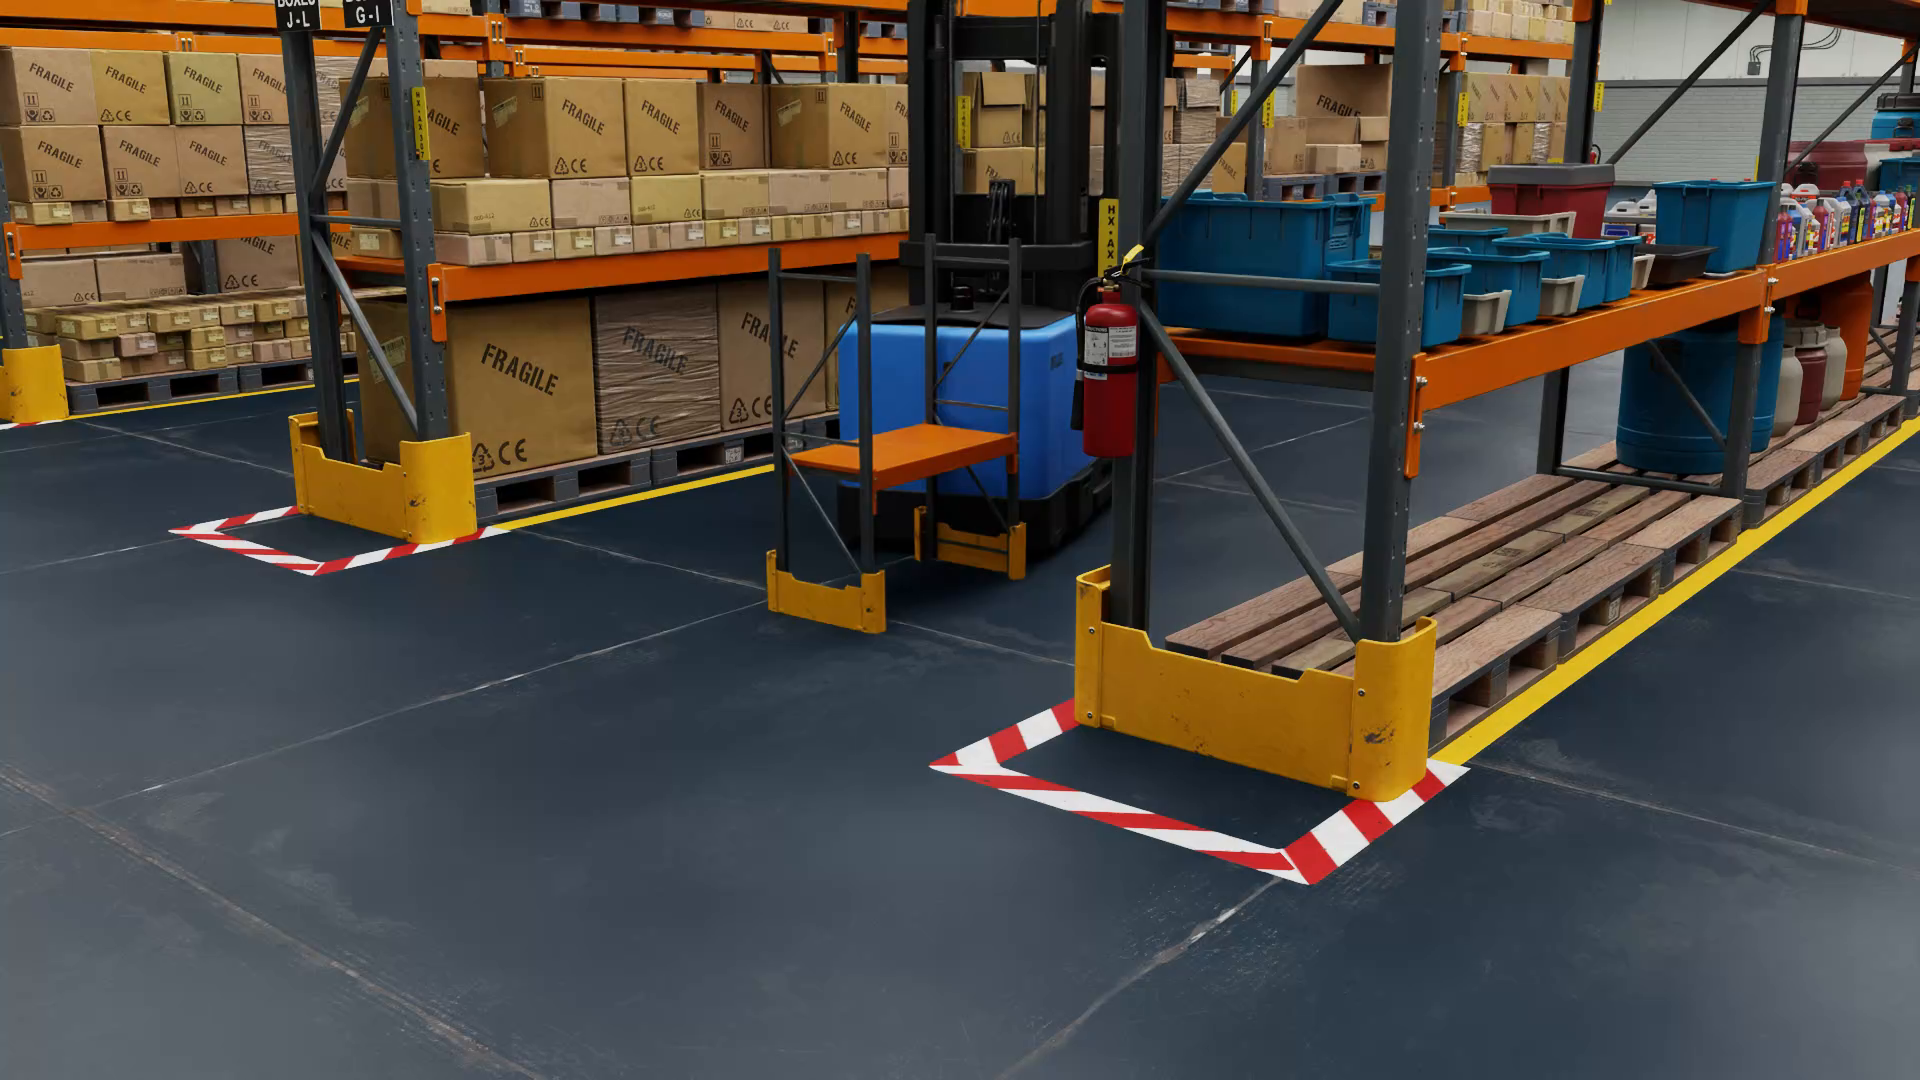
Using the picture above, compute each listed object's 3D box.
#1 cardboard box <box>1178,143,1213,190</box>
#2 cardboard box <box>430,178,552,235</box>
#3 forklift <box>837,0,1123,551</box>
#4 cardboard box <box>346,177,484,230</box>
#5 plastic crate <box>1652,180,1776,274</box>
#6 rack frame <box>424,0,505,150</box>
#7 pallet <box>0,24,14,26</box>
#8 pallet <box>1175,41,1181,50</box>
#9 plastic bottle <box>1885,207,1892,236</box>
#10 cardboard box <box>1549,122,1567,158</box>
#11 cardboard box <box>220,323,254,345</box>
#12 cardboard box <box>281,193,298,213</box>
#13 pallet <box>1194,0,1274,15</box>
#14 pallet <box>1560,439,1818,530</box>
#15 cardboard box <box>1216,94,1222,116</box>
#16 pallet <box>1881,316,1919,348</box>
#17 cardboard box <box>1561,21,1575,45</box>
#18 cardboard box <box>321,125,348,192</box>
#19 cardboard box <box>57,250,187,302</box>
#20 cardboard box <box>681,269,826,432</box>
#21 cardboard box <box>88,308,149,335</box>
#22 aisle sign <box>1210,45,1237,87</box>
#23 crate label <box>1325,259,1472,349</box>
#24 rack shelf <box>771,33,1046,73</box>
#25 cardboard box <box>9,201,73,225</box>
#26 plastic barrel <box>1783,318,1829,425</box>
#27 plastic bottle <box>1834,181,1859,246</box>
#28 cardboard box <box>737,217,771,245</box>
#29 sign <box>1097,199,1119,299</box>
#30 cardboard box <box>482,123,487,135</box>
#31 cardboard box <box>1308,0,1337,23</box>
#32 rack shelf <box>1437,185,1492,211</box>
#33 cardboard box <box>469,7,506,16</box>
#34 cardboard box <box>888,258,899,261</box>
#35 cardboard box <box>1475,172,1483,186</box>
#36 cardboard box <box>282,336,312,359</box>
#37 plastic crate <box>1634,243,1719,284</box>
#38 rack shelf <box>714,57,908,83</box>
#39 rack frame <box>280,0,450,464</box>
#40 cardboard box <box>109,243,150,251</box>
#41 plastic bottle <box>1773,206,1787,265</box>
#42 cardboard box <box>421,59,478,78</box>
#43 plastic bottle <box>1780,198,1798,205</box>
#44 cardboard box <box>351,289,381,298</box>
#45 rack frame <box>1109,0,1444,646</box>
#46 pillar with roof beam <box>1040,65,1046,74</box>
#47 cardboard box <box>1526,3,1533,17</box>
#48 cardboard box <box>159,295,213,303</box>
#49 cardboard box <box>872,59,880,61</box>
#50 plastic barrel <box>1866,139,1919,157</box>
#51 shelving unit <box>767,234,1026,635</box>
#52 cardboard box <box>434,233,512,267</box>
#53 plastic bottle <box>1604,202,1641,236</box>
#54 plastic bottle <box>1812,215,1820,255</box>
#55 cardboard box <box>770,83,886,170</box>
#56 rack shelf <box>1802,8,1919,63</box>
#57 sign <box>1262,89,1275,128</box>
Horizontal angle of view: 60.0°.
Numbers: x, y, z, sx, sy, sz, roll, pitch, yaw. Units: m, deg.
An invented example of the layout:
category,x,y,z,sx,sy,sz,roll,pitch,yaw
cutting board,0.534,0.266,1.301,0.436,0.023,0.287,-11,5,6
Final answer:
category,x,y,z,sx,sy,sz,roll,pitch,yaw
cardboard box,1.673,-2.906,13.266,0.500,0.500,0.500,11,18,37
cardboard box,-2.408,-1.674,8.322,0.500,0.250,0.500,11,18,36
forklift,0.359,-1.689,8.818,1.130,2.935,3.031,5,15,18
cardboard box,-2.821,-1.758,8.652,0.500,0.250,0.500,11,18,37
plastic crate,3.419,-1.431,7.576,0.392,0.384,0.575,11,18,38
rack frame,-4.200,-3.106,14.256,1.000,3.000,0.127,11,18,38
pallet,-9.403,-4.876,15.311,1.003,0.211,1.213,11,18,38
pallet,2.118,-6.436,21.455,1.003,0.211,1.213,11,18,38
plastic bottle,5.623,-1.959,10.146,0.097,0.201,0.097,0,14,0
cardboard box,6.549,-4.594,19.308,0.875,0.500,0.500,11,18,38
cardboard box,-5.545,-1.568,12.538,0.380,0.149,0.250,10,17,35
cardboard box,-5.124,-2.582,12.707,0.380,0.149,0.250,12,18,39
pallet,1.745,-4.316,13.310,1.213,0.211,1.003,12,19,40
pallet,3.964,-0.342,9.041,1.003,0.211,1.213,11,18,38
cardboard box,3.079,-5.935,22.895,0.875,0.550,0.550,11,18,38
pallet,8.929,-1.855,14.996,1.003,0.211,1.213,11,18,38
cardboard box,6.720,-5.770,18.958,0.500,0.250,0.500,11,18,38
cardboard box,-4.925,-2.968,12.905,0.500,0.500,0.500,11,18,37
cardboard box,-8.592,-2.710,17.051,0.875,0.438,0.875,11,18,37
cardboard box,-1.448,-1.206,10.241,0.875,0.875,0.875,11,18,38
cardboard box,-6.041,-1.569,11.936,0.380,0.149,0.250,12,18,39
aisle sign,3.620,-6.631,22.853,0.394,0.787,0.004,11,18,38
crate label,1.344,-0.731,5.125,0.416,0.233,0.303,11,18,38
rack shelf,-0.429,-5.360,18.498,1.077,0.370,4.000,11,18,38
cardboard box,-6.255,-2.229,11.316,0.380,0.149,0.250,11,18,37
plastic barrel,4.957,-1.041,10.171,0.600,0.588,0.708,11,18,38
plastic bottle,4.988,-1.847,9.402,0.144,0.351,0.185,11,18,38
cardboard box,-1.311,-1.793,9.600,0.380,0.149,0.250,12,18,38
sign,0.495,-0.947,5.429,0.100,0.325,0.005,11,18,38
cardboard box,-4.099,-3.583,14.584,0.380,0.149,0.250,12,19,40
cardboard box,2.925,-4.615,14.409,0.500,0.250,0.500,12,18,39
rack shelf,5.880,-3.885,18.786,1.077,0.370,4.000,11,18,38
cardboard box,-5.719,-6.230,19.401,0.797,0.503,0.637,10,17,34
cardboard box,-0.019,-1.618,11.863,1.225,0.875,0.875,11,18,38
cardboard box,5.294,-3.822,17.585,0.380,0.149,0.250,11,18,38
cardboard box,-5.174,-1.511,12.914,0.380,0.149,0.250,11,18,38
plastic crate,2.952,-1.192,7.160,0.437,0.125,0.590,11,18,38
rack shelf,-1.828,-6.873,24.453,1.077,0.370,4.000,11,18,38
rack frame,-2.920,-1.553,8.143,1.000,3.000,0.127,11,18,38
cardboard box,-10.854,-3.868,21.481,0.500,0.500,0.500,11,18,36
plastic bottle,4.009,-1.500,8.172,0.061,0.283,0.133,11,18,38
cardboard box,-4.285,-3.651,13.565,0.500,0.500,0.500,10,18,36
plastic bottle,4.498,-1.723,9.064,0.152,0.276,0.135,11,18,38
cardboard box,-4.824,-1.900,13.238,0.380,0.149,0.250,10,17,35
rack frame,0.933,-0.786,5.126,1.000,3.000,0.127,11,18,38
pillar with roof beam,5.317,-11.464,34.972,9.100,9.000,0.400,11,18,38
cardboard box,5.992,-5.750,18.068,0.380,0.149,0.250,12,18,39
cardboard box,-5.974,-1.799,12.840,0.380,0.149,0.250,12,19,40
cardboard box,-1.405,-7.130,24.515,0.380,0.149,0.250,11,18,36
plastic barrel,7.242,-2.860,13.015,0.433,0.535,0.433,0,14,0
shelving unit,-0.255,-0.495,7.026,0.587,1.500,1.083,10,18,35
cardboard box,-2.440,-1.448,8.241,0.380,0.149,0.250,12,18,38
plastic bottle,3.443,-1.618,8.651,0.152,0.276,0.135,11,18,38
plastic bottle,4.481,-1.611,8.776,0.097,0.201,0.097,0,14,0
cardboard box,-0.805,-2.529,10.163,0.500,0.500,0.500,11,18,38
rack shelf,7.218,-3.807,12.384,1.077,0.370,4.000,11,18,38
sign,2.542,-3.561,13.696,0.100,0.325,0.005,11,18,38
